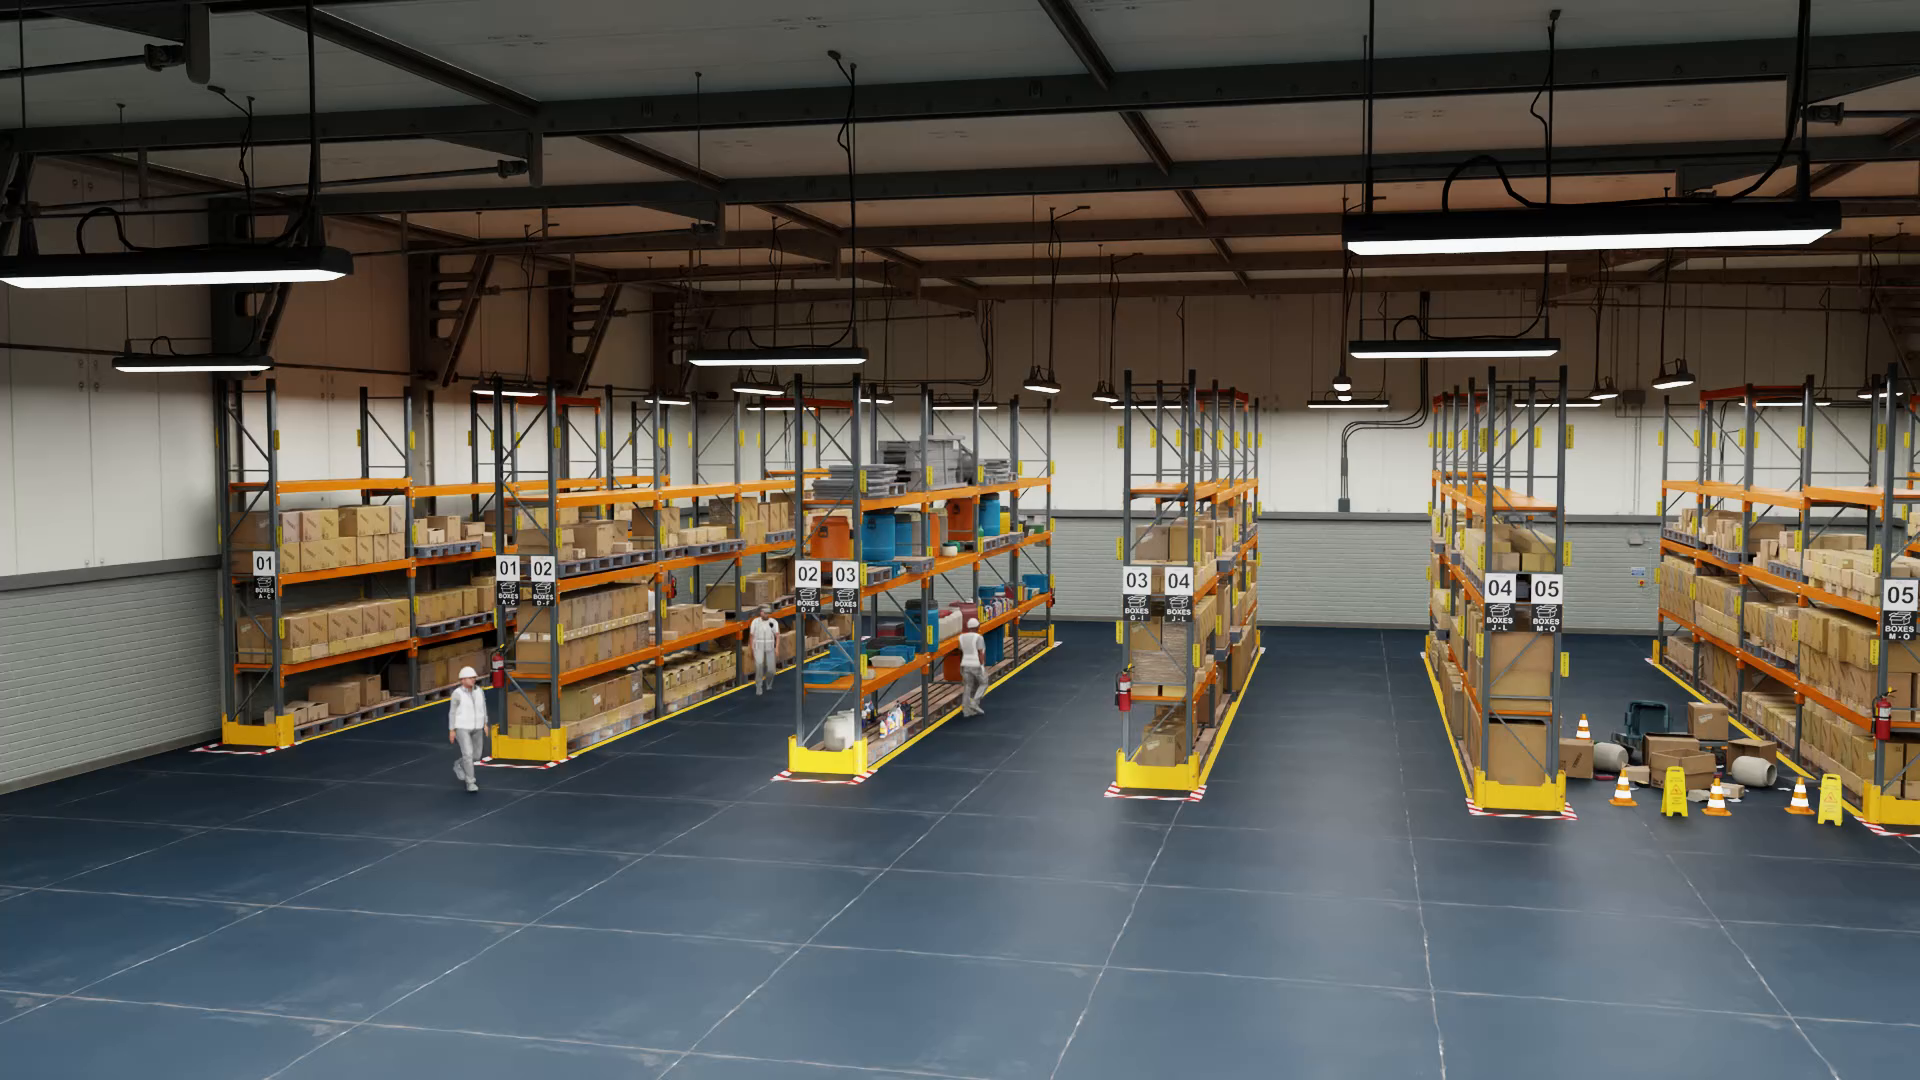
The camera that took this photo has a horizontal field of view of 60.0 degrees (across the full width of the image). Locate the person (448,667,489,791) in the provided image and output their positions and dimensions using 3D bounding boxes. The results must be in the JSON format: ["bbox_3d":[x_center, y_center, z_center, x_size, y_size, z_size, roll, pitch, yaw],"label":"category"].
[{"bbox_3d":[-7.073,2.689,23.913,0.893,1.747,0.577,3,5,42],"label":"person"}]

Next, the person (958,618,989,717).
[{"bbox_3d":[0.230,2.293,30.140,0.595,1.770,0.464,3,4,36],"label":"person"}]

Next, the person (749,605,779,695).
[{"bbox_3d":[-3.672,2.053,31.387,0.561,1.632,0.766,-1,4,-13],"label":"person"}]

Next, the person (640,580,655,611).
[{"bbox_3d":[-7.346,1.814,38.525,0.655,1.768,0.997,1,3,11],"label":"person"}]
